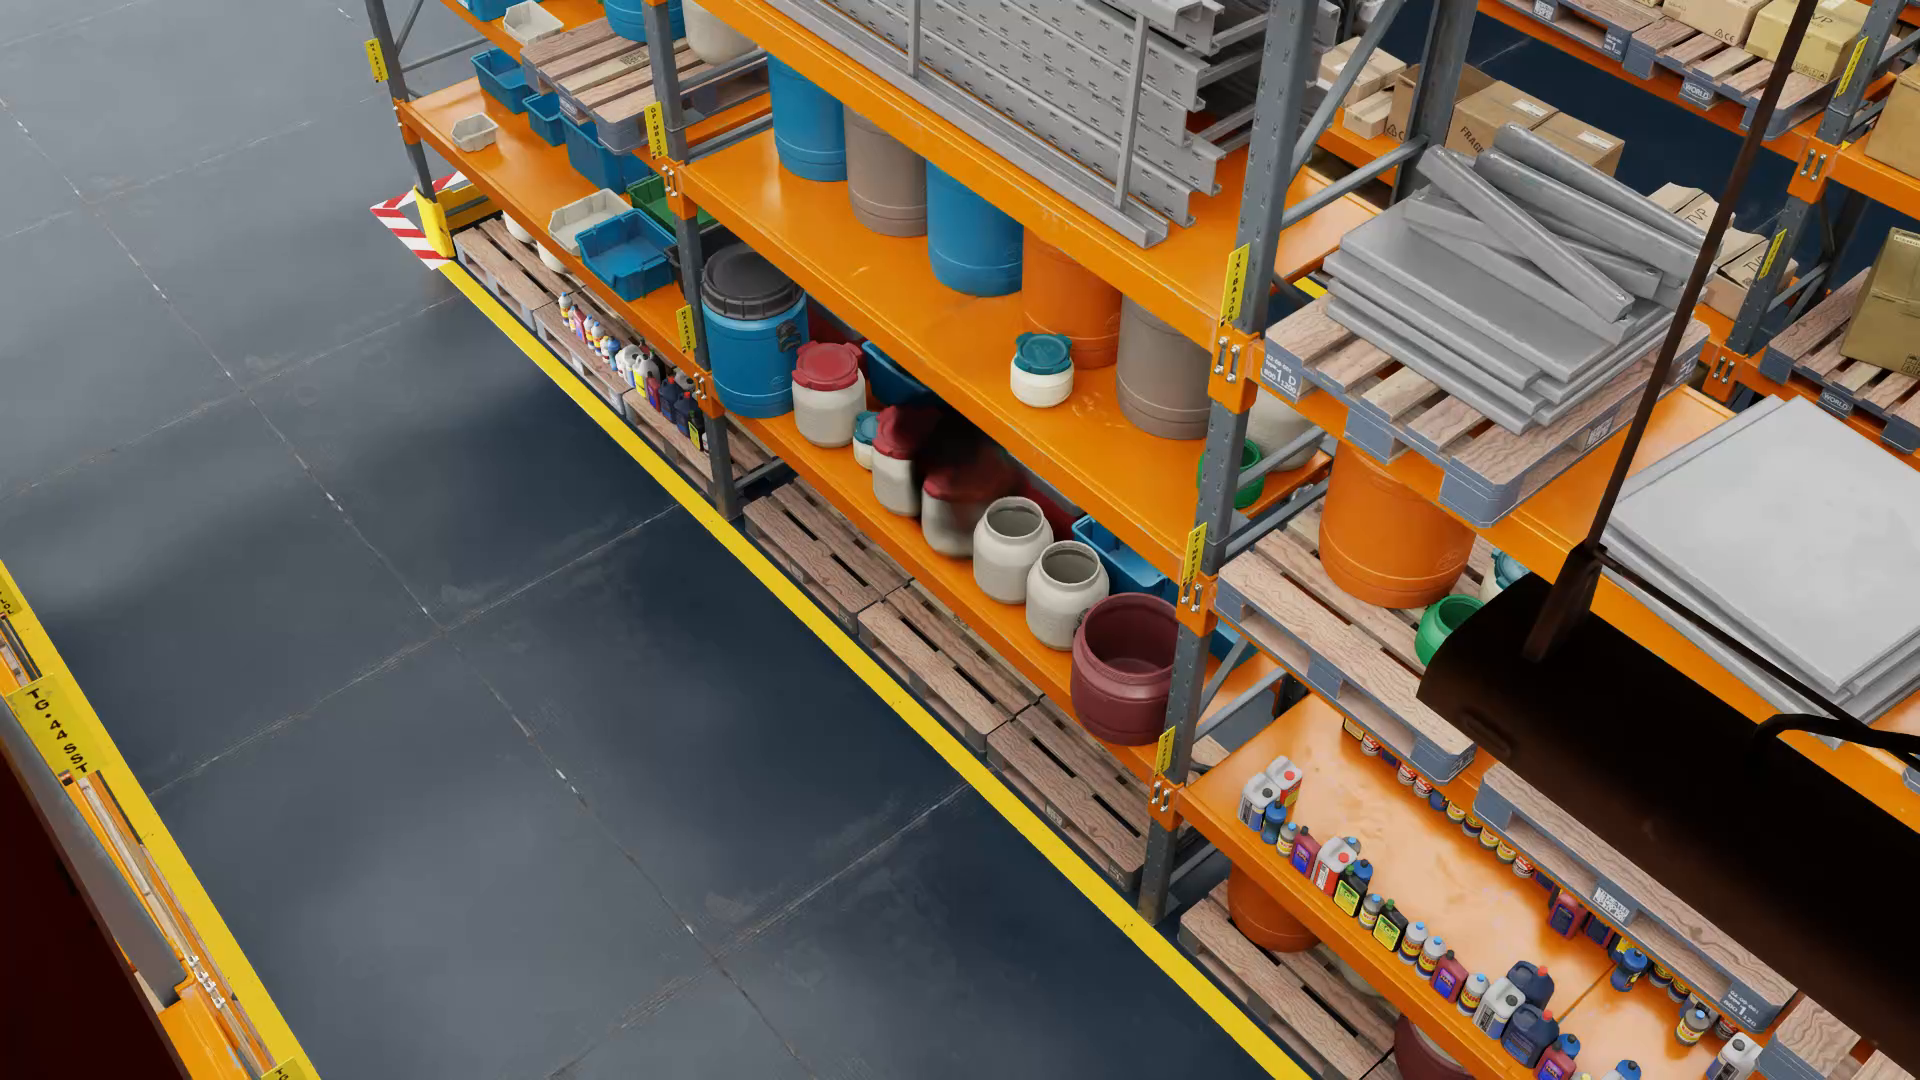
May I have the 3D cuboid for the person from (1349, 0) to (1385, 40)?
[{"bbox_3d":[3.409,-4.475,14.011,0.593,1.584,0.604,-35,56,-28],"label":"person"}]

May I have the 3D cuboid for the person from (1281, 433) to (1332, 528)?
[{"bbox_3d":[2.003,-0.032,9.519,0.591,1.711,0.576,-34,55,-28],"label":"person"}]
